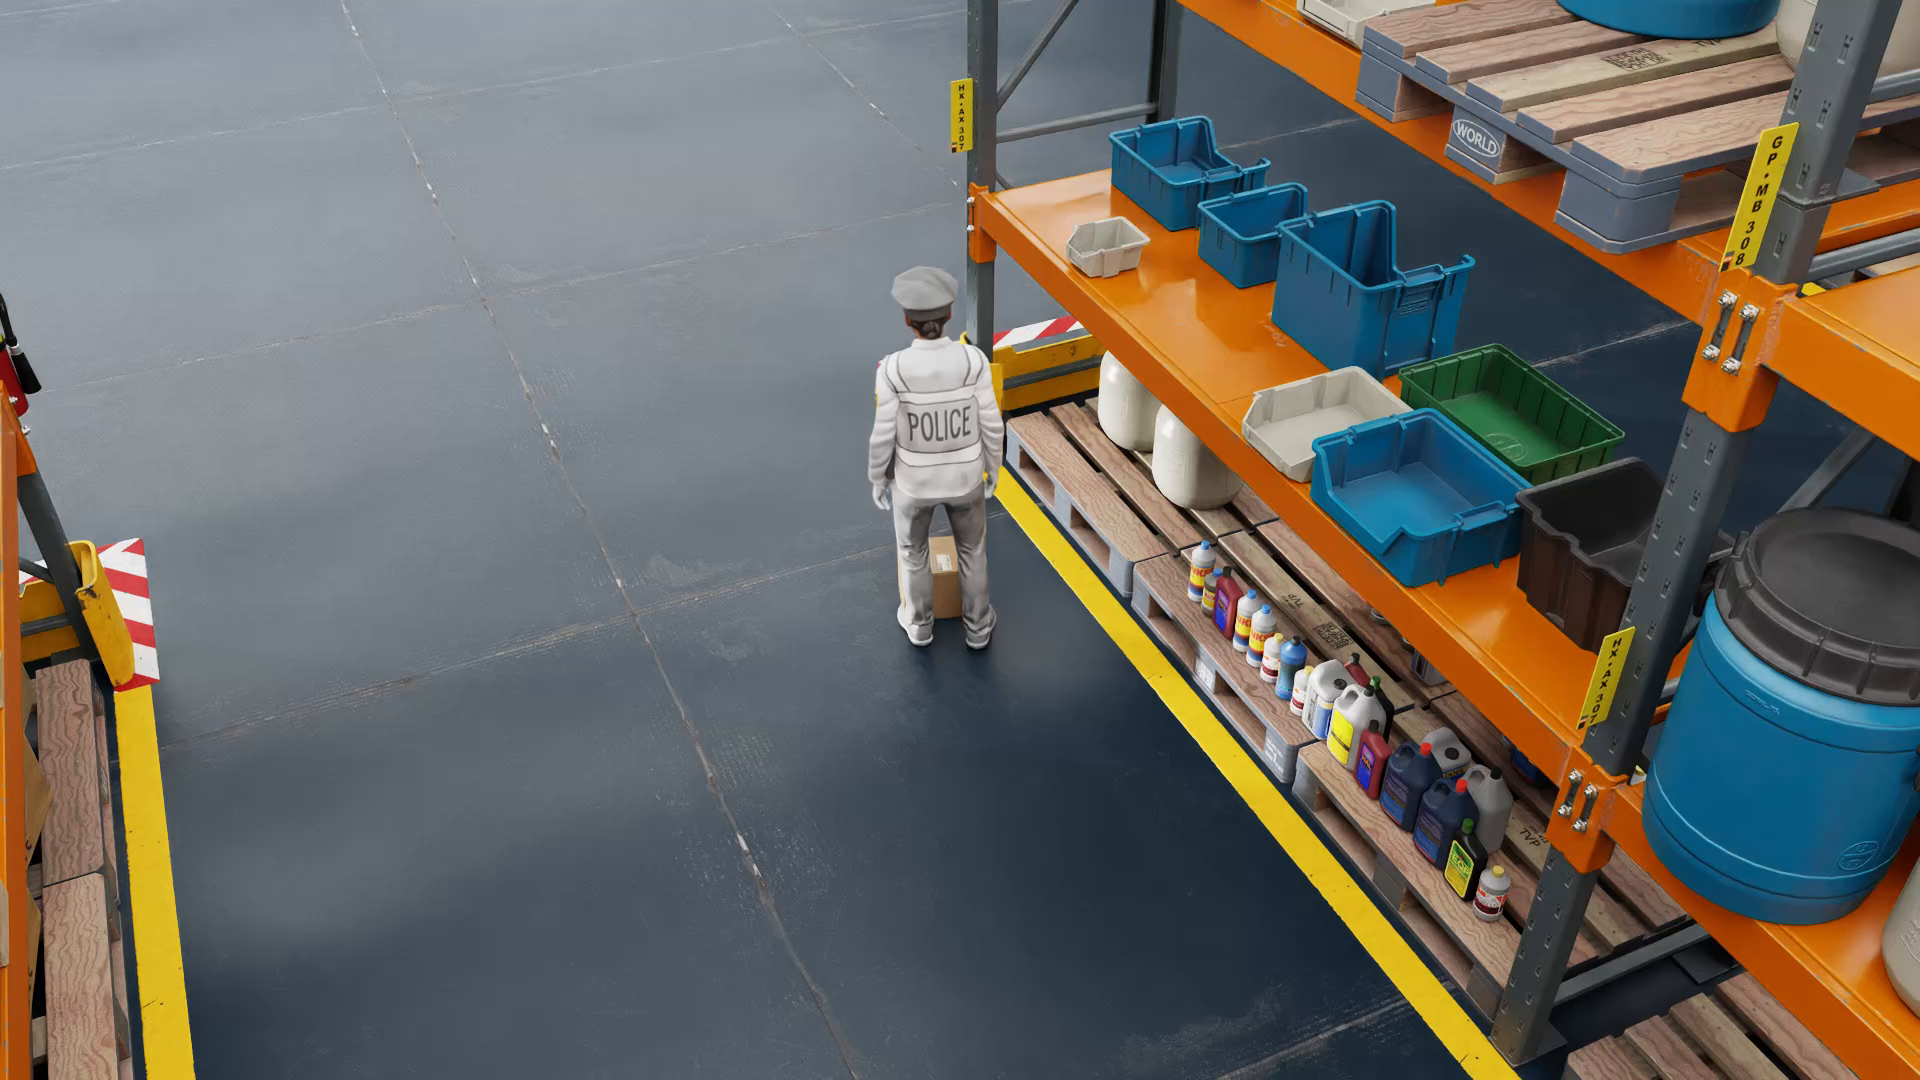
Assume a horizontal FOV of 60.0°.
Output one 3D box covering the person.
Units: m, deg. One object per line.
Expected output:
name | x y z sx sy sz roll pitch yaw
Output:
person | -0.097 -0.261 6.489 0.529 1.662 0.414 -5 38 -7
